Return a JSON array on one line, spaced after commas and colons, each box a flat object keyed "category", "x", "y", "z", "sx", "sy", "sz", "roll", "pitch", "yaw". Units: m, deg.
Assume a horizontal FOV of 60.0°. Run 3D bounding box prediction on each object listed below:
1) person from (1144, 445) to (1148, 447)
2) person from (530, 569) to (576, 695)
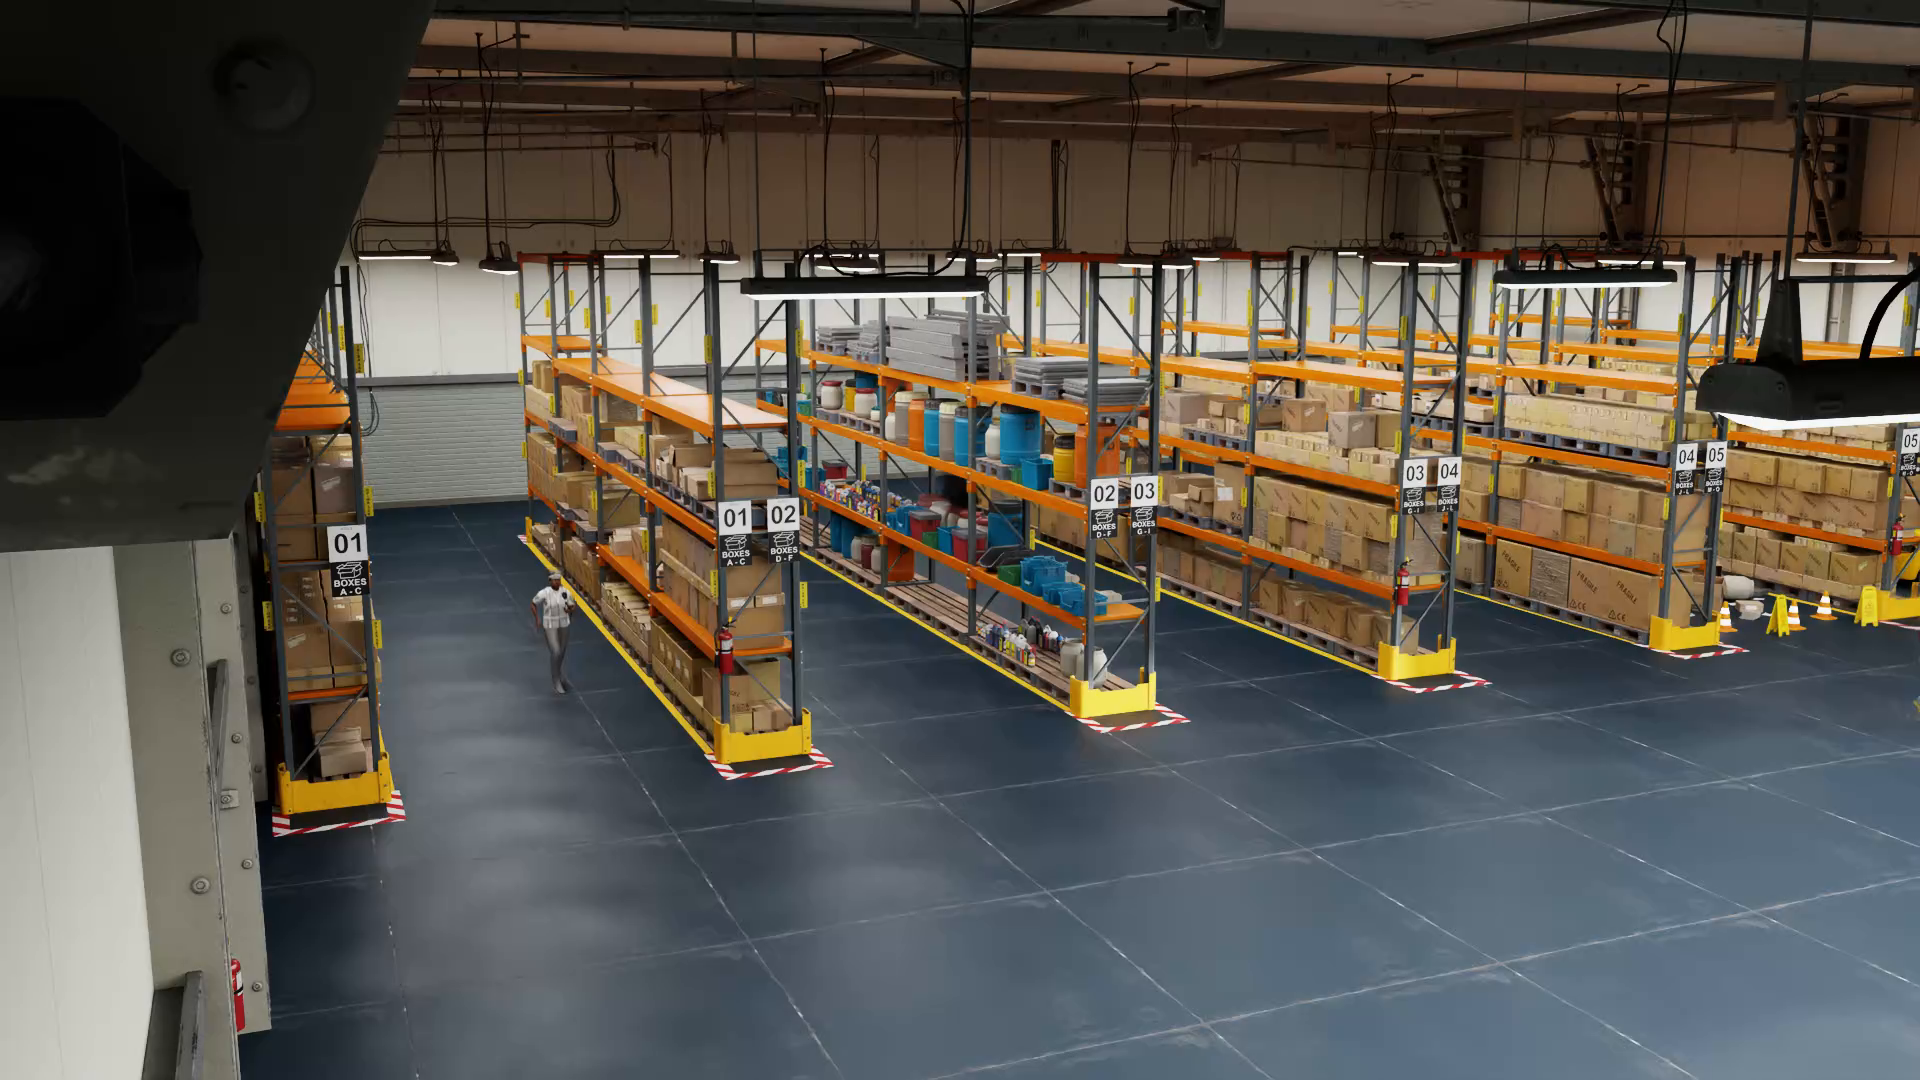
[{"category": "person", "x": 4.272, "y": -1.355, "z": 38.009, "sx": 0.592, "sy": 1.599, "sz": 0.556, "roll": -3, "pitch": 11, "yaw": -17}, {"category": "person", "x": -5.692, "y": 1.266, "z": 23.433, "sx": 0.547, "sy": 1.751, "sz": 0.761, "roll": -7, "pitch": 13, "yaw": -35}]
